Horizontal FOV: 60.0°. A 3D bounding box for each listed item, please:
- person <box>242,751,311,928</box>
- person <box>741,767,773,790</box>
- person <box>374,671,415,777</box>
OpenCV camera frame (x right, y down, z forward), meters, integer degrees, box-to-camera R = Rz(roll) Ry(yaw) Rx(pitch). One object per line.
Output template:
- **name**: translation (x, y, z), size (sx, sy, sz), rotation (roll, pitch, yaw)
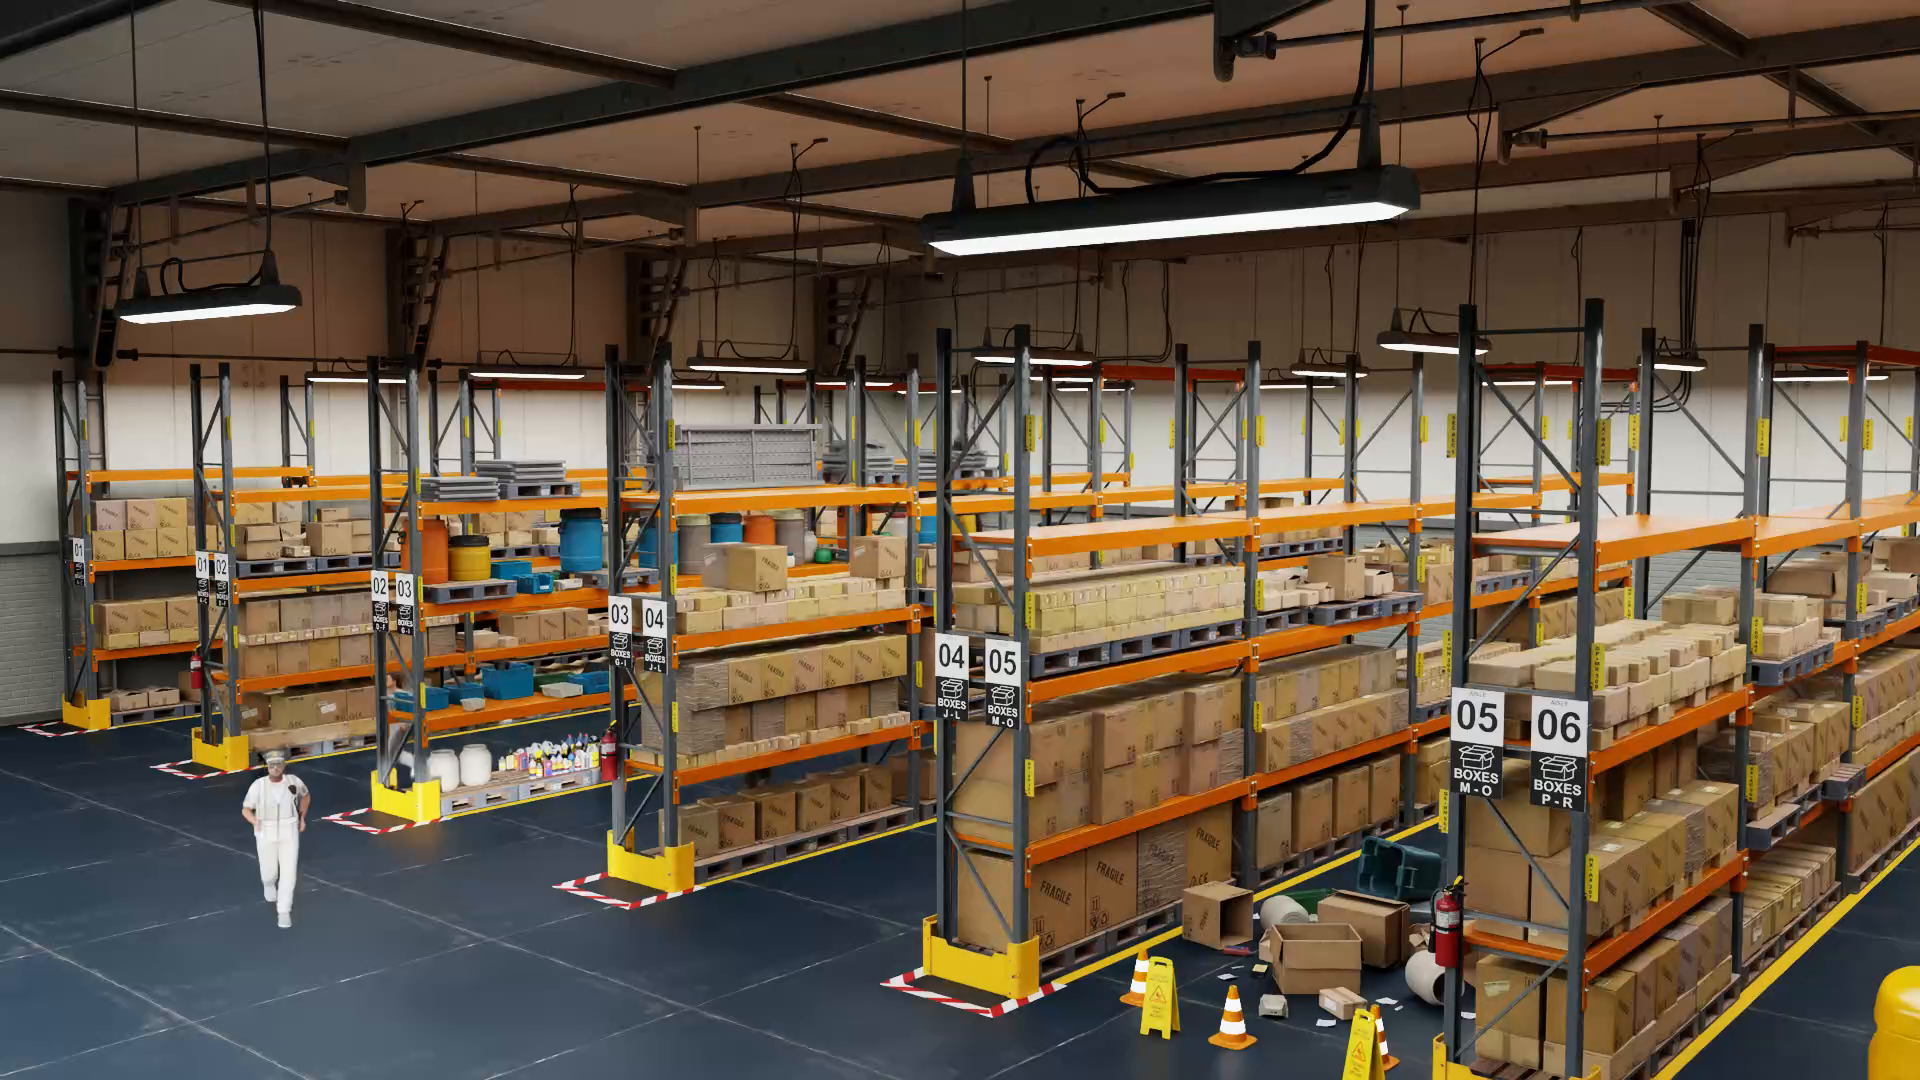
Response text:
- **person**: translation (-7.070, 3.048, 17.232), size (0.657, 1.775, 0.888), rotation (-2, 5, -25)
- **person**: translation (-2.851, 2.598, 22.824), size (0.708, 1.799, 0.929), rotation (3, 5, 33)
- **person**: translation (-7.935, 2.663, 23.413), size (0.604, 1.667, 0.835), rotation (4, 6, 42)
